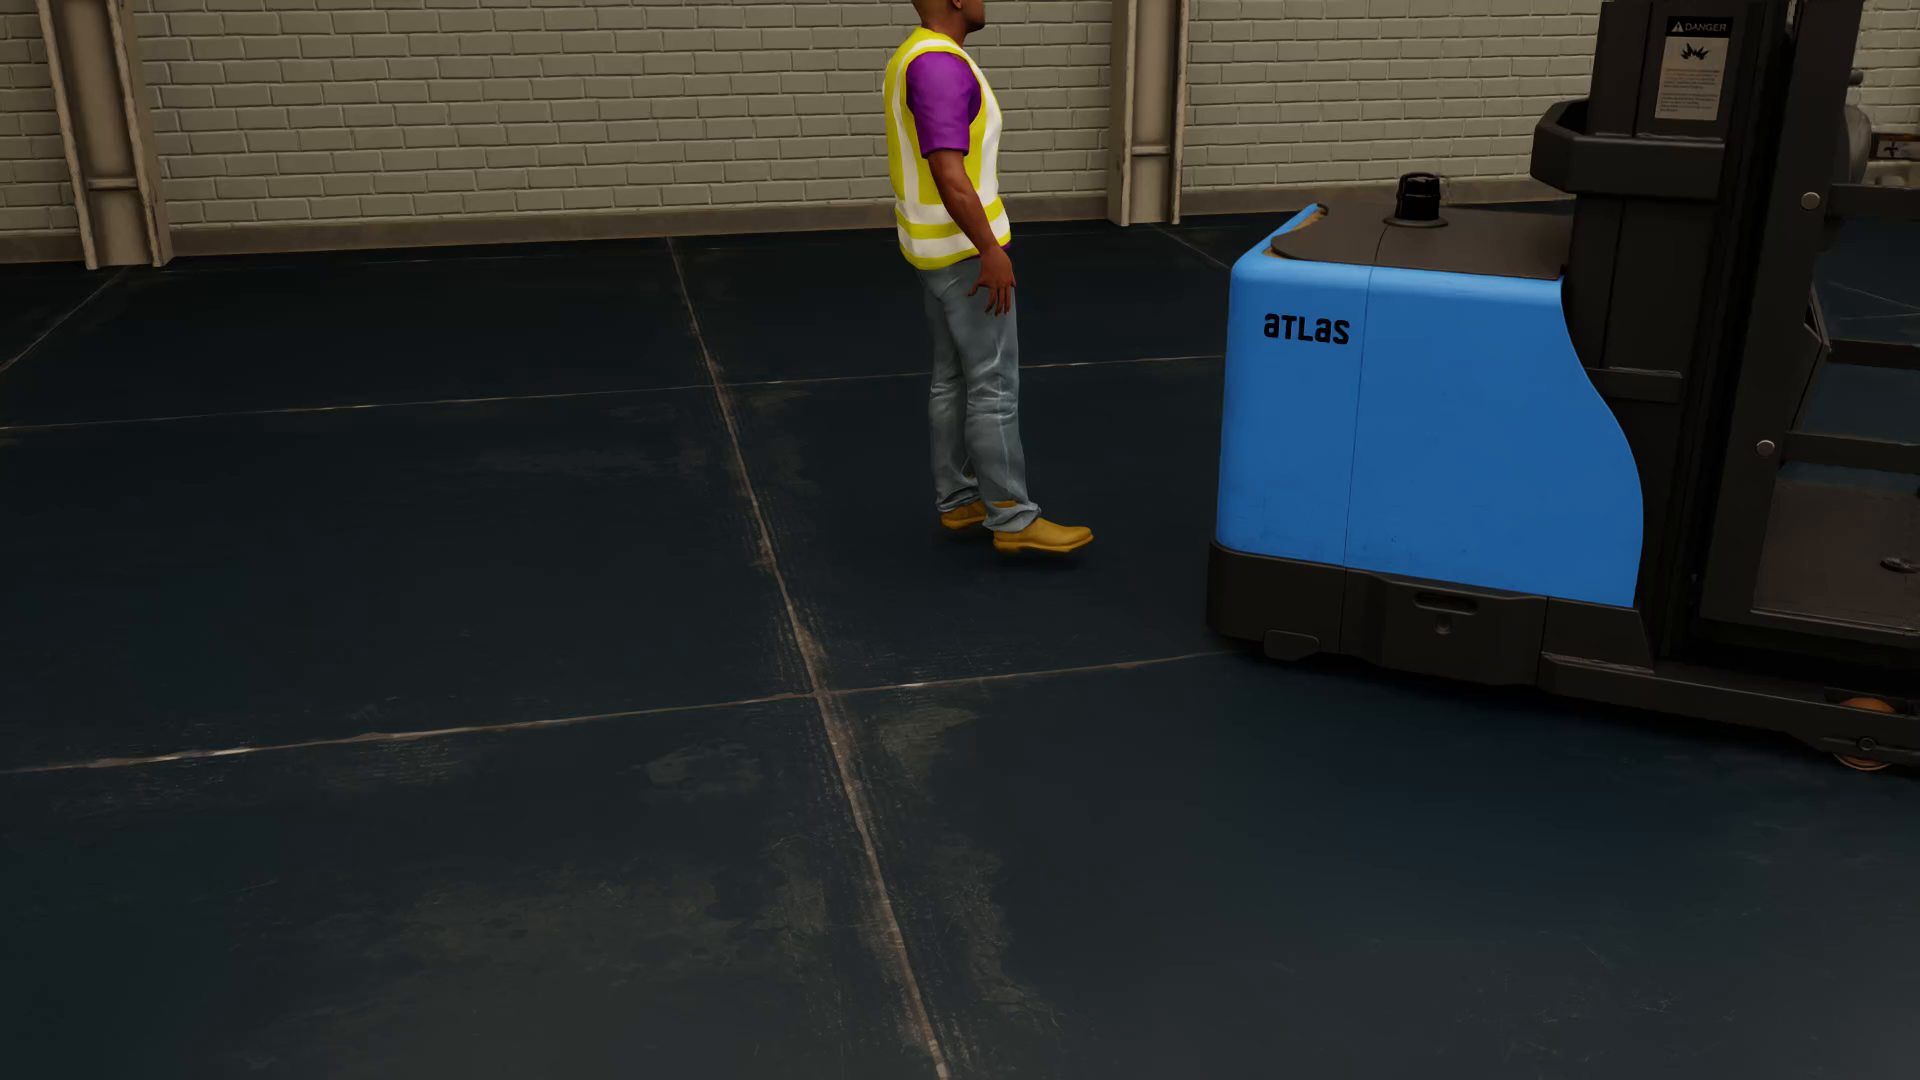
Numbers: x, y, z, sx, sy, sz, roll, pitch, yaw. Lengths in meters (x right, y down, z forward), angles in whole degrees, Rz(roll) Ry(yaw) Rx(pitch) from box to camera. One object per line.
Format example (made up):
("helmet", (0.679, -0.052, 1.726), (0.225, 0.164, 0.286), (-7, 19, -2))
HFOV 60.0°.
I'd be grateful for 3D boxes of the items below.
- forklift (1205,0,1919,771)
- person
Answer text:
("forklift", (2.233, -1.019, 3.859), (3.031, 2.935, 1.130), (9, 23, 21))
("person", (0.069, -0.872, 4.975), (0.577, 1.764, 0.665), (-5, 21, -12))
